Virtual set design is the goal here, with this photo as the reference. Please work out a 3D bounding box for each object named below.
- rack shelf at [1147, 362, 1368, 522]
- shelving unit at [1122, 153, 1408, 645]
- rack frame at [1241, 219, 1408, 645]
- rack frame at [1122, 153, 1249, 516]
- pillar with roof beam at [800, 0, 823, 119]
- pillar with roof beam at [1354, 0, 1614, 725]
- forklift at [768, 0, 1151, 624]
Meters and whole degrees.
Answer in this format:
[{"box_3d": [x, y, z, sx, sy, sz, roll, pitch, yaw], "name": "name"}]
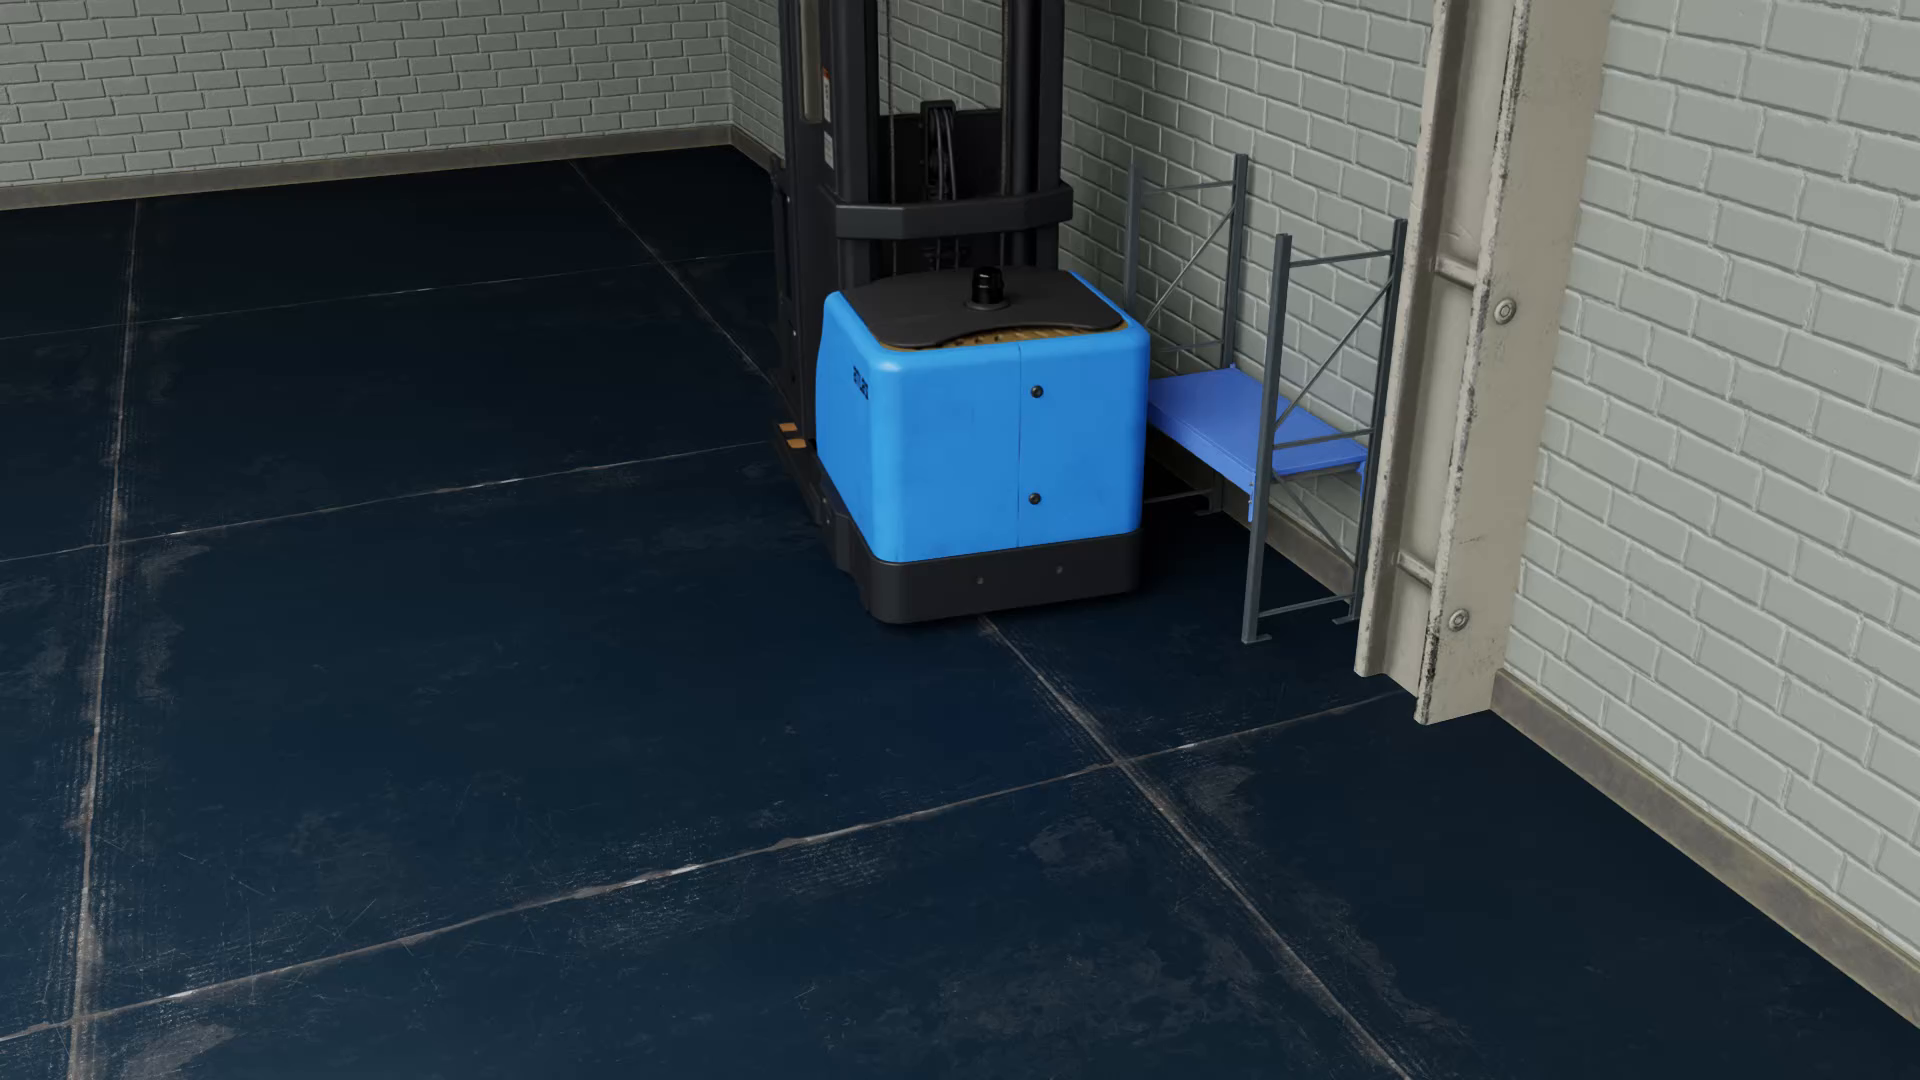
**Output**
[{"box_3d": [1.057, -0.389, 6.248, 0.538, 0.185, 1.000, -10, 28, -20], "name": "rack shelf"}, {"box_3d": [1.057, -0.551, 6.169, 0.538, 1.500, 1.048, -10, 28, -20], "name": "shelving unit"}, {"box_3d": [1.252, -0.345, 5.747, 0.500, 1.500, 0.032, -10, 28, -20], "name": "rack frame"}, {"box_3d": [0.863, -0.757, 6.591, 0.500, 1.500, 0.032, -10, 28, -20], "name": "rack frame"}, {"box_3d": [-4.717, -5.219, 7.183, 9.100, 9.000, 0.400, -11, 28, -21], "name": "pillar with roof beam"}, {"box_3d": [-2.367, -2.797, 2.222, 9.100, 9.000, 0.400, -11, 28, -21], "name": "pillar with roof beam"}, {"box_3d": [-0.219, -1.641, 6.771, 1.130, 2.935, 3.031, -7, 27, -15], "name": "forklift"}]
